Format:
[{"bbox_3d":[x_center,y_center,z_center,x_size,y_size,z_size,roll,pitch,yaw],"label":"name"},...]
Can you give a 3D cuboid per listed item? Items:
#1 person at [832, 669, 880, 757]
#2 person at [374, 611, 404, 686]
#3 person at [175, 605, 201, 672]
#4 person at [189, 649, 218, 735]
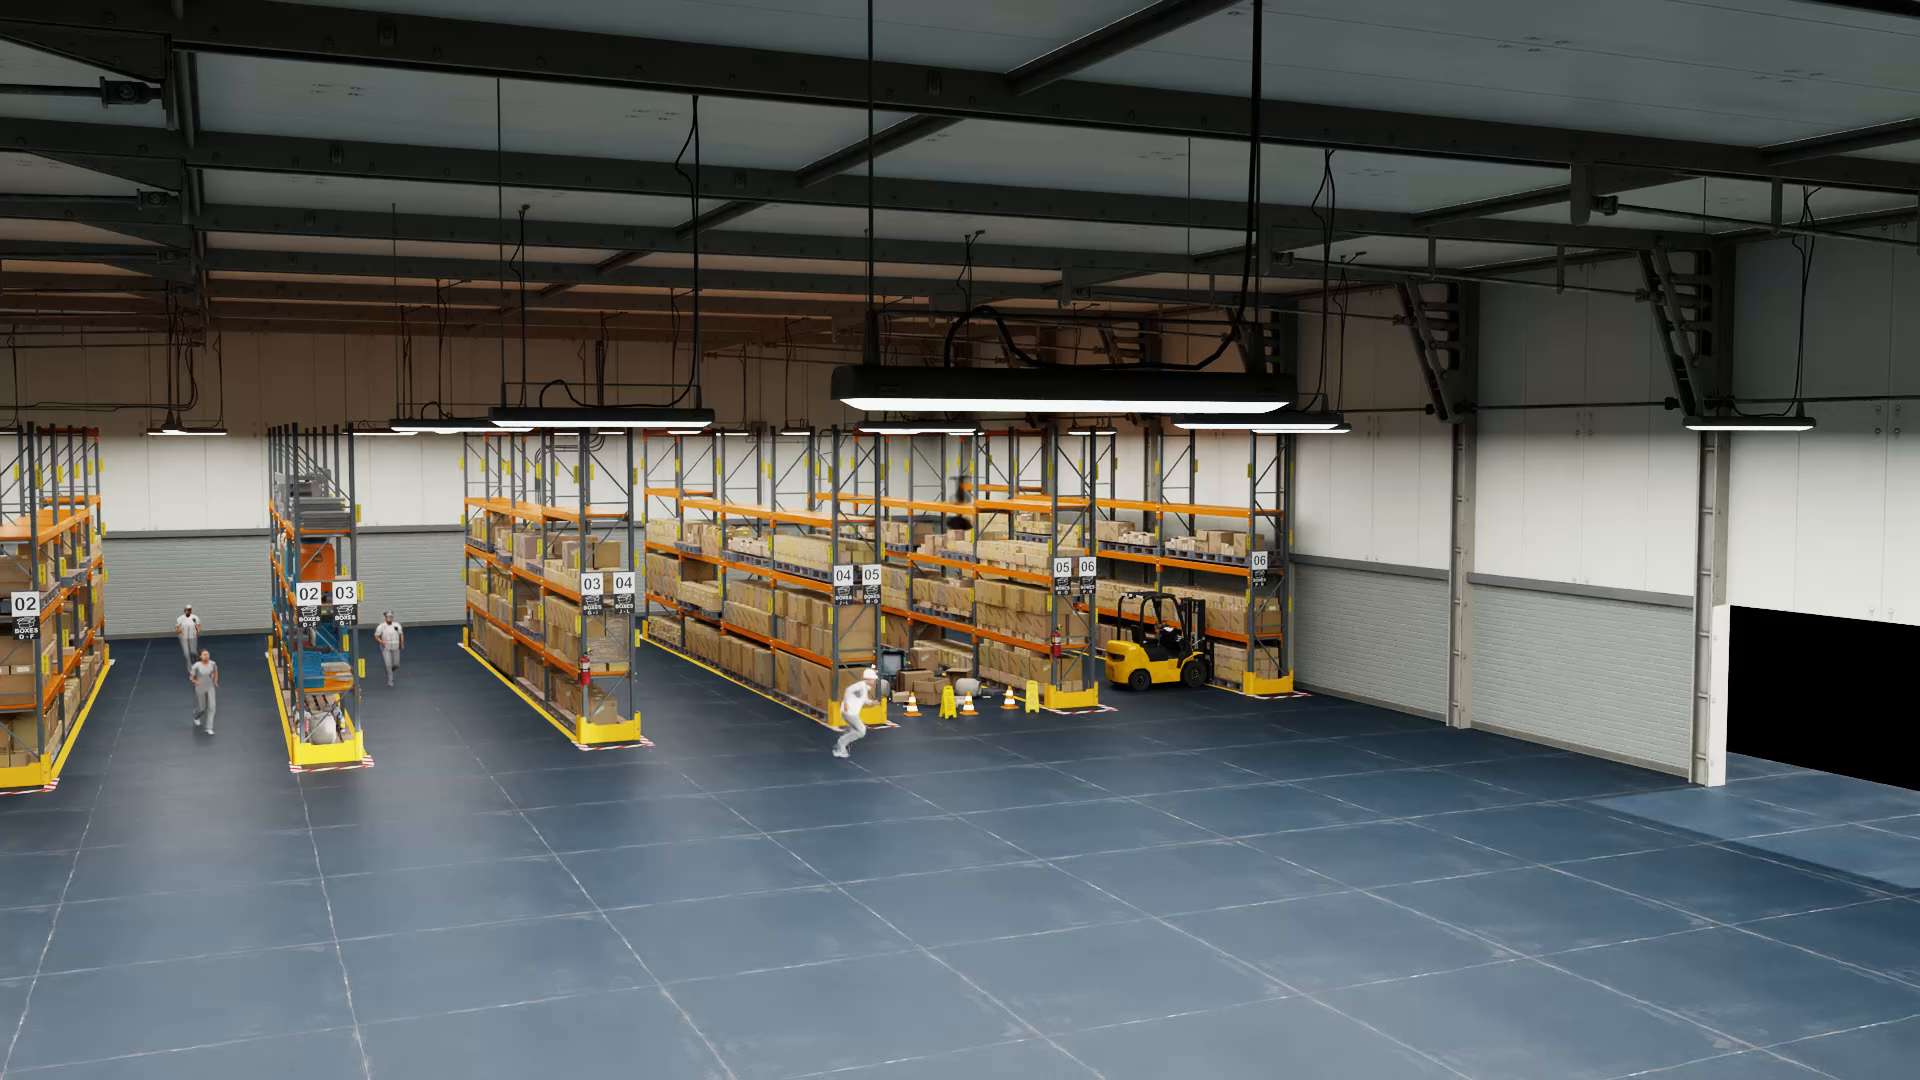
[{"bbox_3d":[-1.866,3.106,29.736,0.867,1.600,0.685,0,4,7],"label":"person"},{"bbox_3d":[-13.248,2.505,38.632,0.665,1.746,0.603,-2,4,-29],"label":"person"},{"bbox_3d":[-18.931,2.421,40.792,0.592,1.634,0.528,-2,4,-25],"label":"person"},{"bbox_3d":[-14.726,2.926,32.389,0.555,1.654,0.864,-3,5,-40],"label":"person"}]
